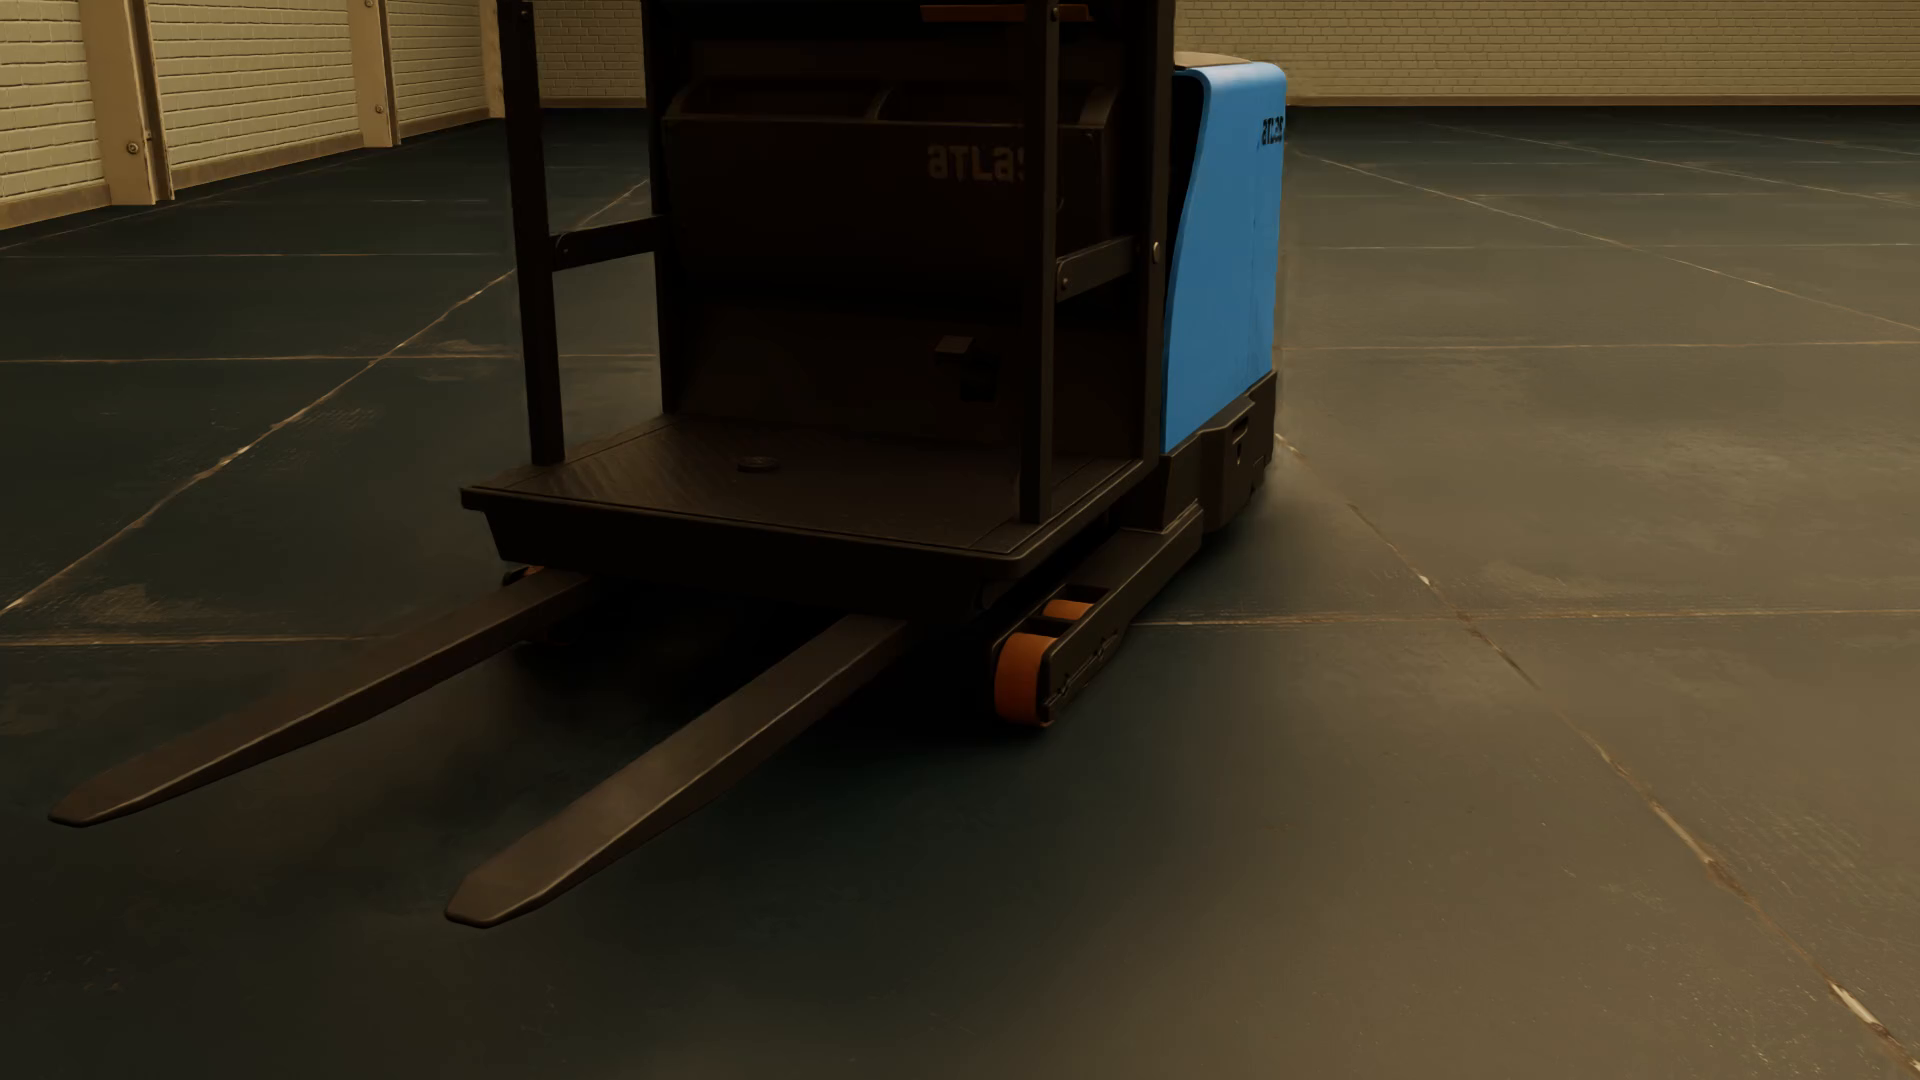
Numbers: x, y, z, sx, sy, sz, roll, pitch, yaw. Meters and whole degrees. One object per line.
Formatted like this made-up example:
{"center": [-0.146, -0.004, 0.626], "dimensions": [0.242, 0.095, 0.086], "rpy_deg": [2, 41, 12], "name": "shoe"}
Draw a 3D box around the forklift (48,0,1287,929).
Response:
{"center": [-0.225, -1.218, 2.889], "dimensions": [1.130, 2.935, 3.031], "rpy_deg": [7, 18, 22], "name": "forklift"}
